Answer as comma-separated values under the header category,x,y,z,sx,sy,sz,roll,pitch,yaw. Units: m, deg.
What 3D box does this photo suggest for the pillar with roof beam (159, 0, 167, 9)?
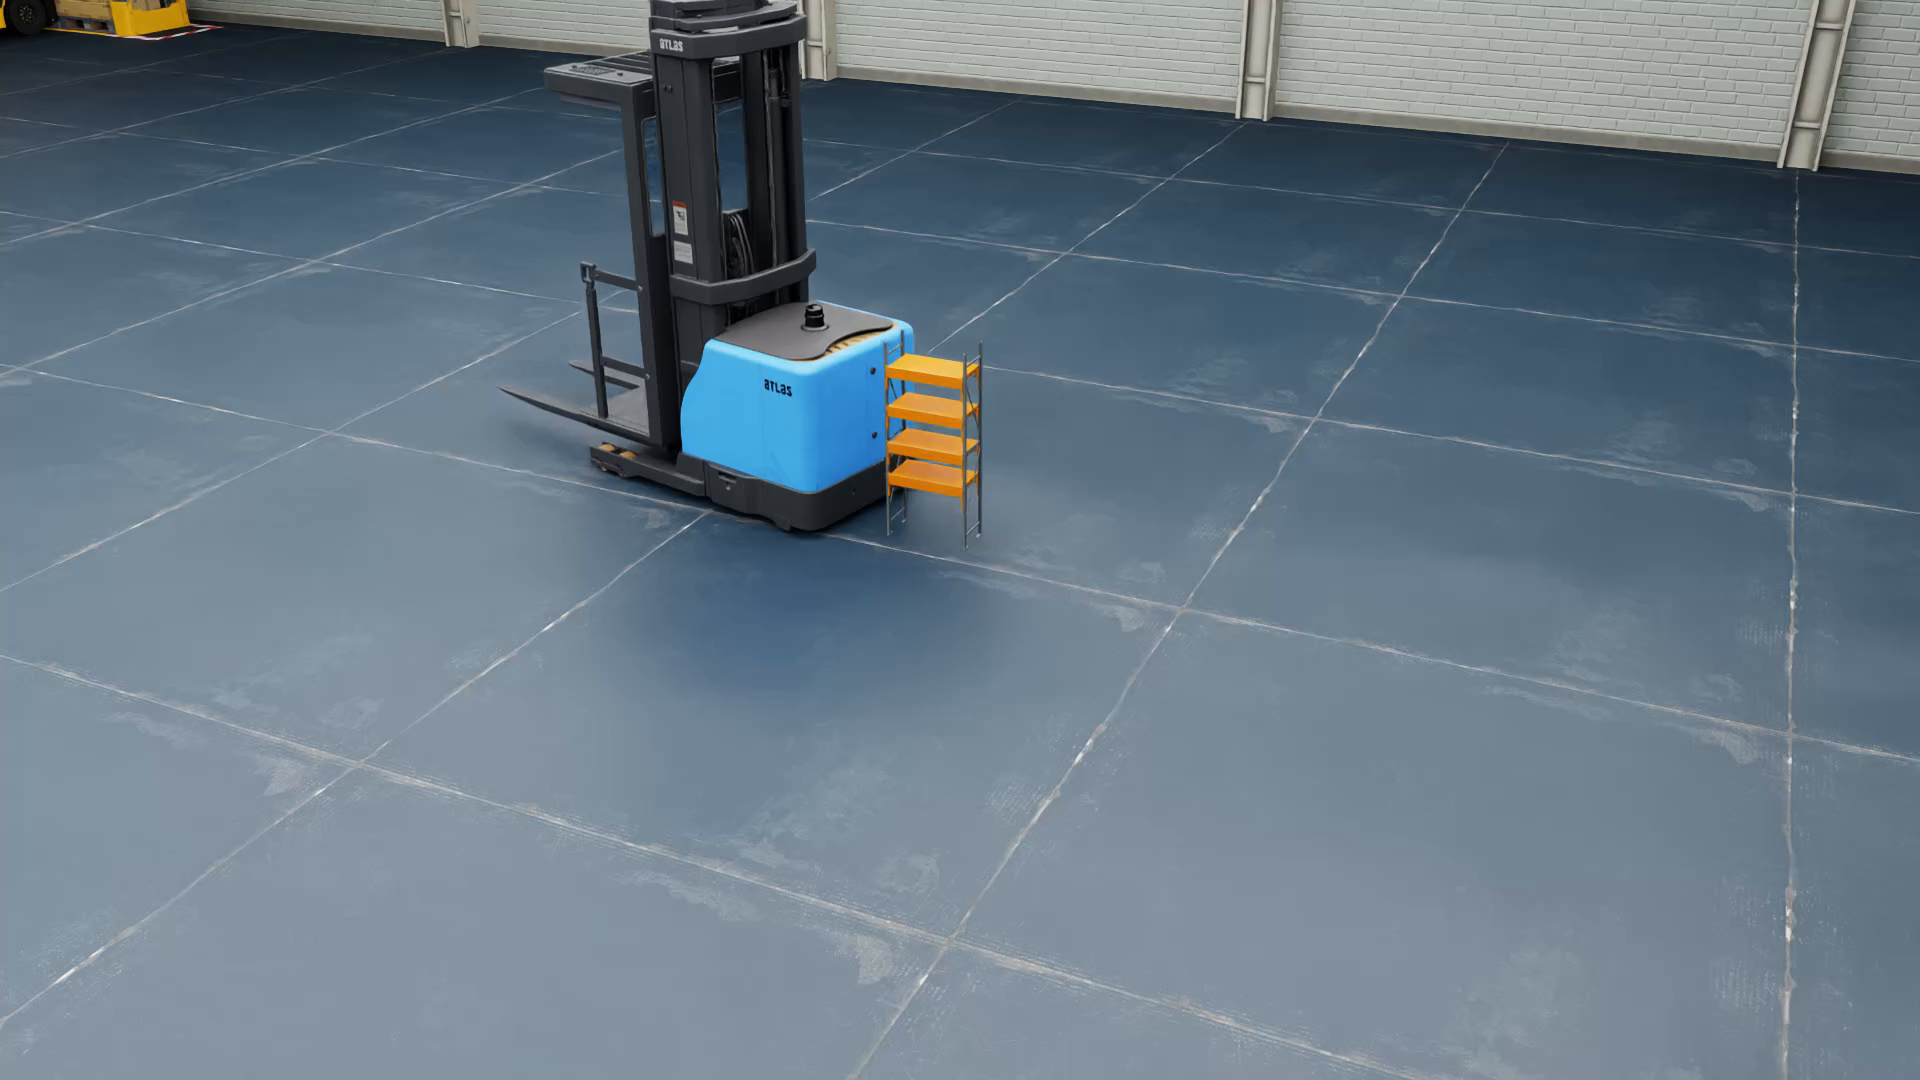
category,x,y,z,sx,sy,sz,roll,pitch,yaw
pillar with roof beam,-14.596,-10.727,21.351,0.400,9.000,9.100,11,28,22

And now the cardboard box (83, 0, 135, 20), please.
category,x,y,z,sx,sy,sz,roll,pitch,yaw
cardboard box,-13.111,-8.191,25.628,0.500,0.250,0.500,12,28,22

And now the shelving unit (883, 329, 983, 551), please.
category,x,y,z,sx,sy,sz,roll,pitch,yaw
shelving unit,-0.151,-0.569,9.546,0.503,1.200,0.258,11,28,22

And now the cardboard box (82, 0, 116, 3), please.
category,x,y,z,sx,sy,sz,roll,pitch,yaw
cardboard box,-13.125,-8.420,25.527,0.500,0.250,0.500,11,28,21

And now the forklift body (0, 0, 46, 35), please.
category,x,y,z,sx,sy,sz,roll,pitch,yaw
forklift body,-15.034,-8.510,24.599,1.214,2.155,2.313,11,28,22

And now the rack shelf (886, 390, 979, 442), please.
category,x,y,z,sx,sy,sz,roll,pitch,yaw
rack shelf,-0.151,-0.709,9.477,0.480,0.148,0.258,11,28,22

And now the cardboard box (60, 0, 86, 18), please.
category,x,y,z,sx,sy,sz,roll,pitch,yaw
cardboard box,-13.560,-8.286,25.821,0.500,0.250,0.500,11,28,22

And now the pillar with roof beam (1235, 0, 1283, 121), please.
category,x,y,z,sx,sy,sz,roll,pitch,yaw
pillar with roof beam,1.790,-7.436,14.666,0.400,9.000,9.100,11,28,22

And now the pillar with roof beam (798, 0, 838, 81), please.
category,x,y,z,sx,sy,sz,roll,pitch,yaw
pillar with roof beam,-3.672,-8.533,16.894,0.400,9.000,9.100,11,28,22

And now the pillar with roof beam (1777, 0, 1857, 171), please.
category,x,y,z,sx,sy,sz,roll,pitch,yaw
pillar with roof beam,7.252,-6.339,12.438,0.400,9.000,9.100,11,28,22

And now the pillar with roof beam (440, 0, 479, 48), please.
category,x,y,z,sx,sy,sz,roll,pitch,yaw
pillar with roof beam,-9.134,-9.630,19.123,0.400,9.000,9.100,11,28,22

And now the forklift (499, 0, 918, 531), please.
category,x,y,z,sx,sy,sz,roll,pitch,yaw
forklift,-1.745,-1.874,10.239,3.031,2.935,1.130,18,32,33

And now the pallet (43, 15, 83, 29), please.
category,x,y,z,sx,sy,sz,roll,pitch,yaw
pallet,-14.373,-8.373,26.517,1.213,0.211,1.003,11,28,22

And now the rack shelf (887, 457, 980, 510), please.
category,x,y,z,sx,sy,sz,roll,pitch,yaw
rack shelf,-0.151,-0.330,9.664,0.480,0.148,0.258,11,28,22

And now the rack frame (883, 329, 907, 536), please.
category,x,y,z,sx,sy,sz,roll,pitch,yaw
rack frame,-0.373,-0.613,9.637,0.015,1.200,0.240,11,28,22

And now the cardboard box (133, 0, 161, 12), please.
category,x,y,z,sx,sy,sz,roll,pitch,yaw
cardboard box,-12.919,-8.400,26.054,0.500,0.250,0.500,11,28,22

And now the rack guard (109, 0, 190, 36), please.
category,x,y,z,sx,sy,sz,roll,pitch,yaw
rack guard,-12.531,-8.151,25.740,0.348,0.500,1.175,11,28,22

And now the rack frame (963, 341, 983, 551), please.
category,x,y,z,sx,sy,sz,roll,pitch,yaw
rack frame,0.071,-0.524,9.456,0.015,1.200,0.240,11,28,22

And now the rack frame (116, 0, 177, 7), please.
category,x,y,z,sx,sy,sz,roll,pitch,yaw
rack frame,-12.553,-9.277,25.197,0.127,3.000,1.000,11,28,22

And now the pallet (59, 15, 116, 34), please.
category,x,y,z,sx,sy,sz,roll,pitch,yaw
pallet,-13.266,-8.149,26.063,1.213,0.211,1.003,11,28,22

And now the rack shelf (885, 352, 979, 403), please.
category,x,y,z,sx,sy,sz,roll,pitch,yaw
rack shelf,-0.151,-0.921,9.373,0.480,0.148,0.258,11,28,22

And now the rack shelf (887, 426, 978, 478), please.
category,x,y,z,sx,sy,sz,roll,pitch,yaw
rack shelf,-0.151,-0.508,9.576,0.480,0.148,0.258,11,28,22

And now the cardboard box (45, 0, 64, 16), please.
category,x,y,z,sx,sy,sz,roll,pitch,yaw
cardboard box,-14.012,-8.381,26.014,0.500,0.250,0.500,12,29,22
